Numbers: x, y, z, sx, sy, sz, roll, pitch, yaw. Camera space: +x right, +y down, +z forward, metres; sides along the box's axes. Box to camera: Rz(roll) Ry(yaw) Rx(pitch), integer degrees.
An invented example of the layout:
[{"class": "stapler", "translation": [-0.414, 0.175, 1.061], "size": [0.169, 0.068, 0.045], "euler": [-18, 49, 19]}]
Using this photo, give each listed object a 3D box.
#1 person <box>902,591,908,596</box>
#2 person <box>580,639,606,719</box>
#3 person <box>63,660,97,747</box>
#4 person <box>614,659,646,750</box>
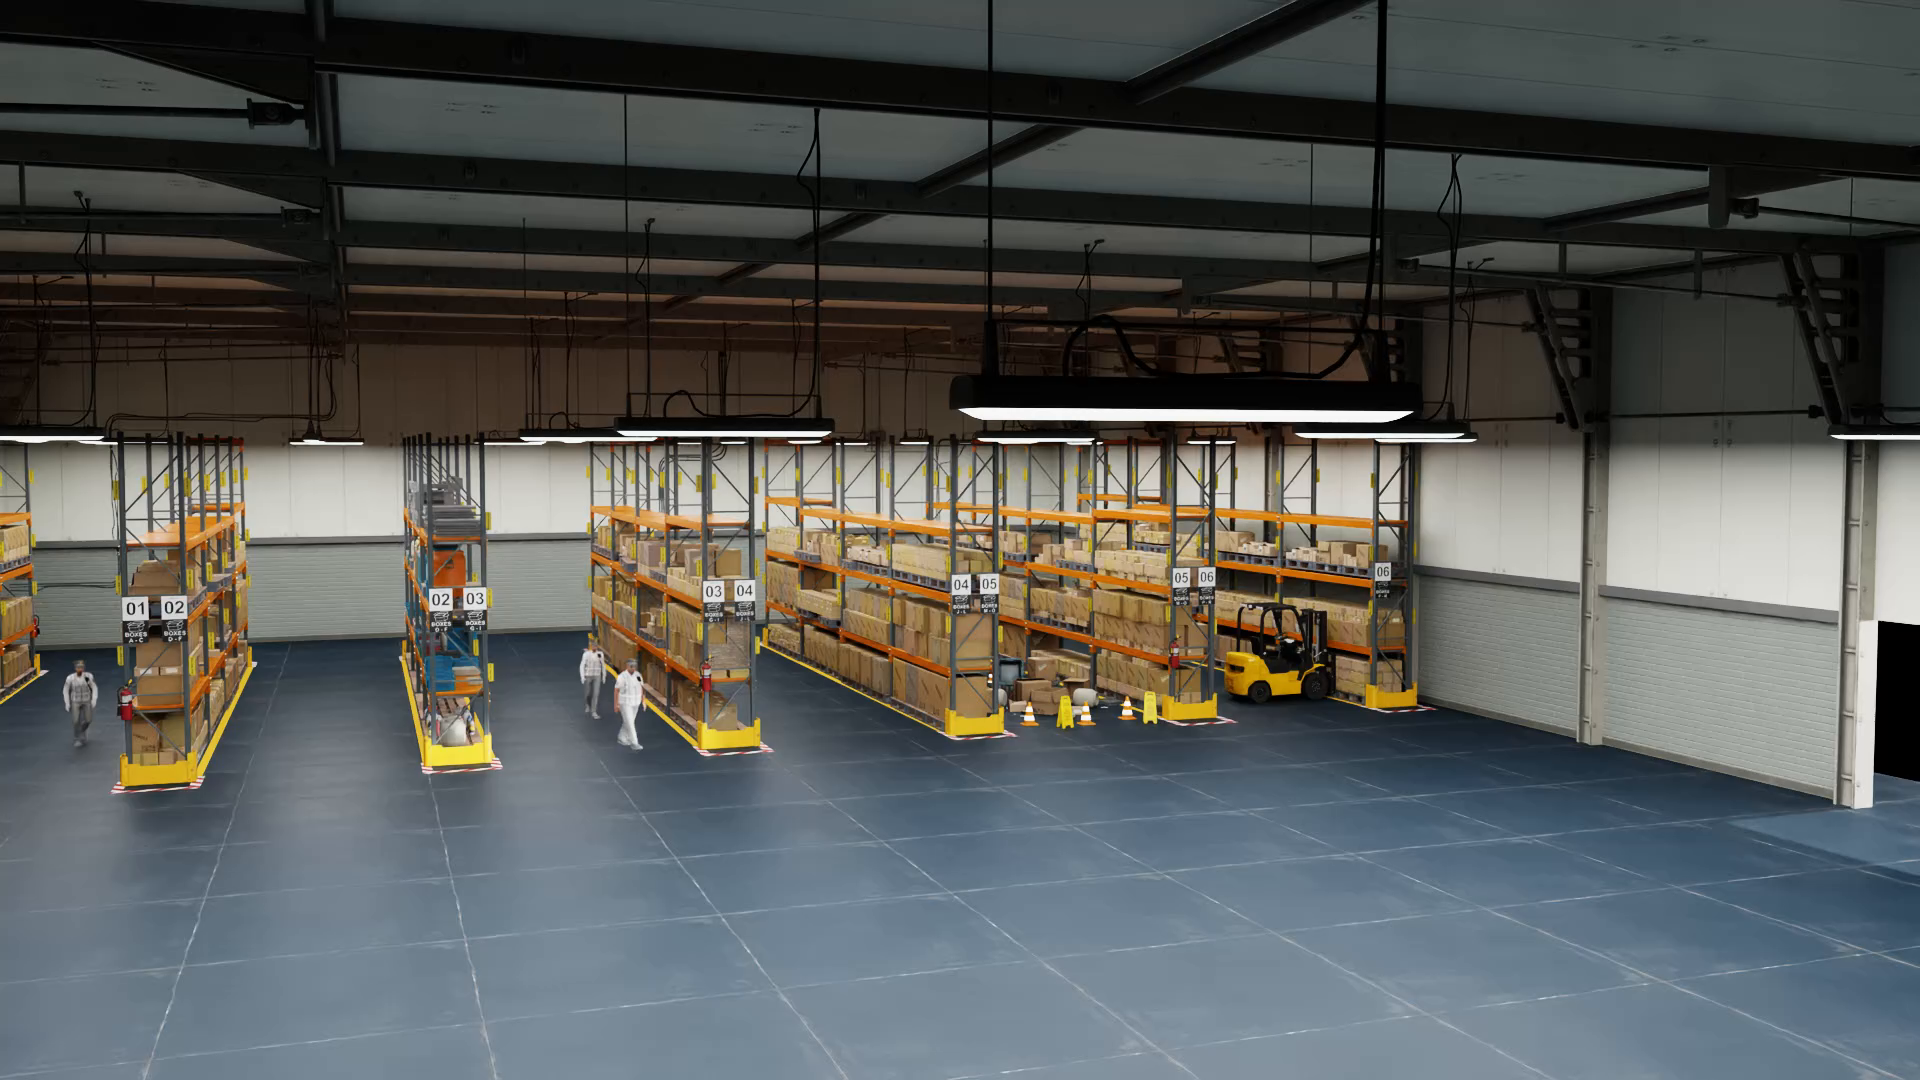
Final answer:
[{"class": "person", "translation": [-1.587, 2.285, 46.836], "size": [0.501, 1.670, 0.451], "euler": [-2, 4, -36]}, {"class": "person", "translation": [-7.826, 2.942, 35.524], "size": [0.564, 1.652, 0.776], "euler": [-1, 3, -21]}, {"class": "person", "translation": [-16.976, 3.127, 32.090], "size": [0.583, 1.659, 0.529], "euler": [-2, 4, -31]}, {"class": "person", "translation": [-6.226, 3.094, 31.573], "size": [1.022, 1.698, 0.560], "euler": [2, 4, 38]}]
